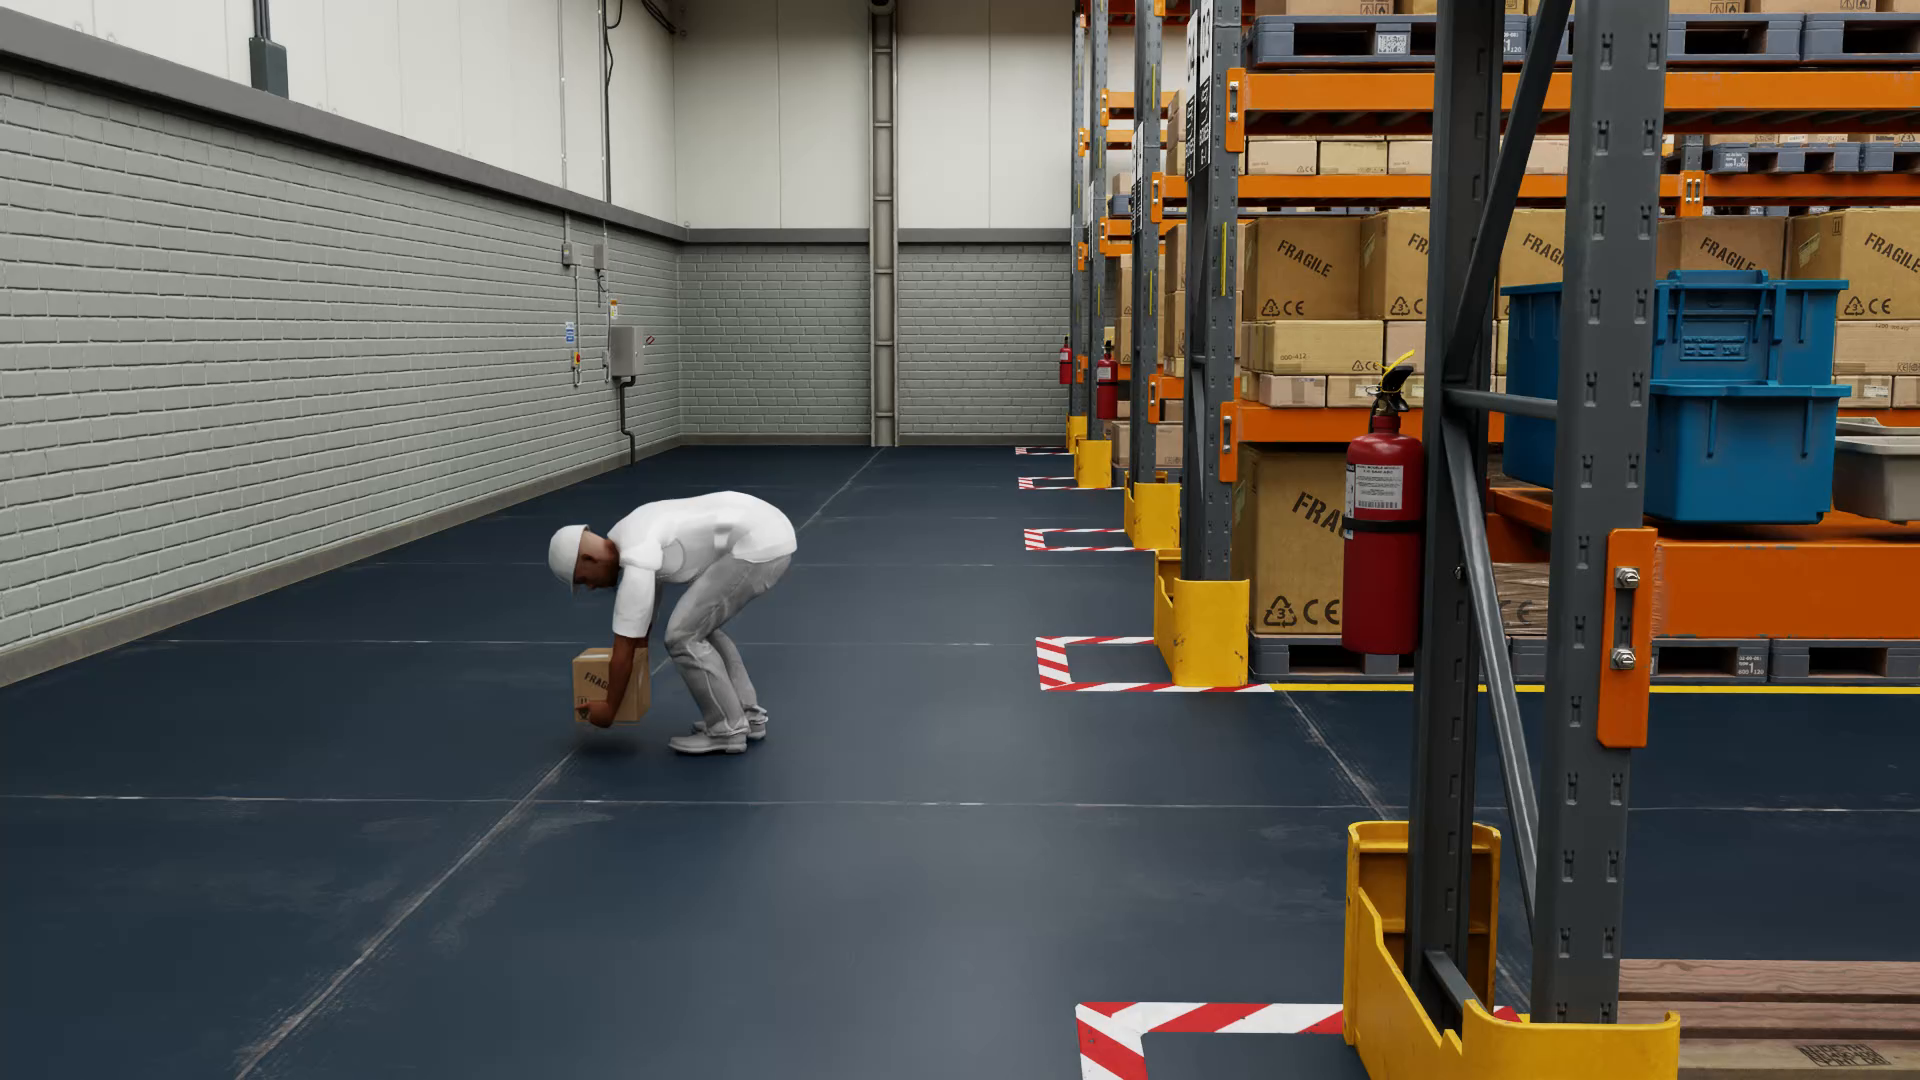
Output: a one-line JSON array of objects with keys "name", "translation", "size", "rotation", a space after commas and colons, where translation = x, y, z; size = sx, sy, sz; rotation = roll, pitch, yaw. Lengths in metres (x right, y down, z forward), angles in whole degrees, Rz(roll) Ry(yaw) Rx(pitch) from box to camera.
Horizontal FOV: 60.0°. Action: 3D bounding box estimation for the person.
[{"name": "person", "translation": [-1.134, 0.320, 6.607], "size": [0.977, 1.019, 0.497], "rotation": [0, 7, -2]}]
